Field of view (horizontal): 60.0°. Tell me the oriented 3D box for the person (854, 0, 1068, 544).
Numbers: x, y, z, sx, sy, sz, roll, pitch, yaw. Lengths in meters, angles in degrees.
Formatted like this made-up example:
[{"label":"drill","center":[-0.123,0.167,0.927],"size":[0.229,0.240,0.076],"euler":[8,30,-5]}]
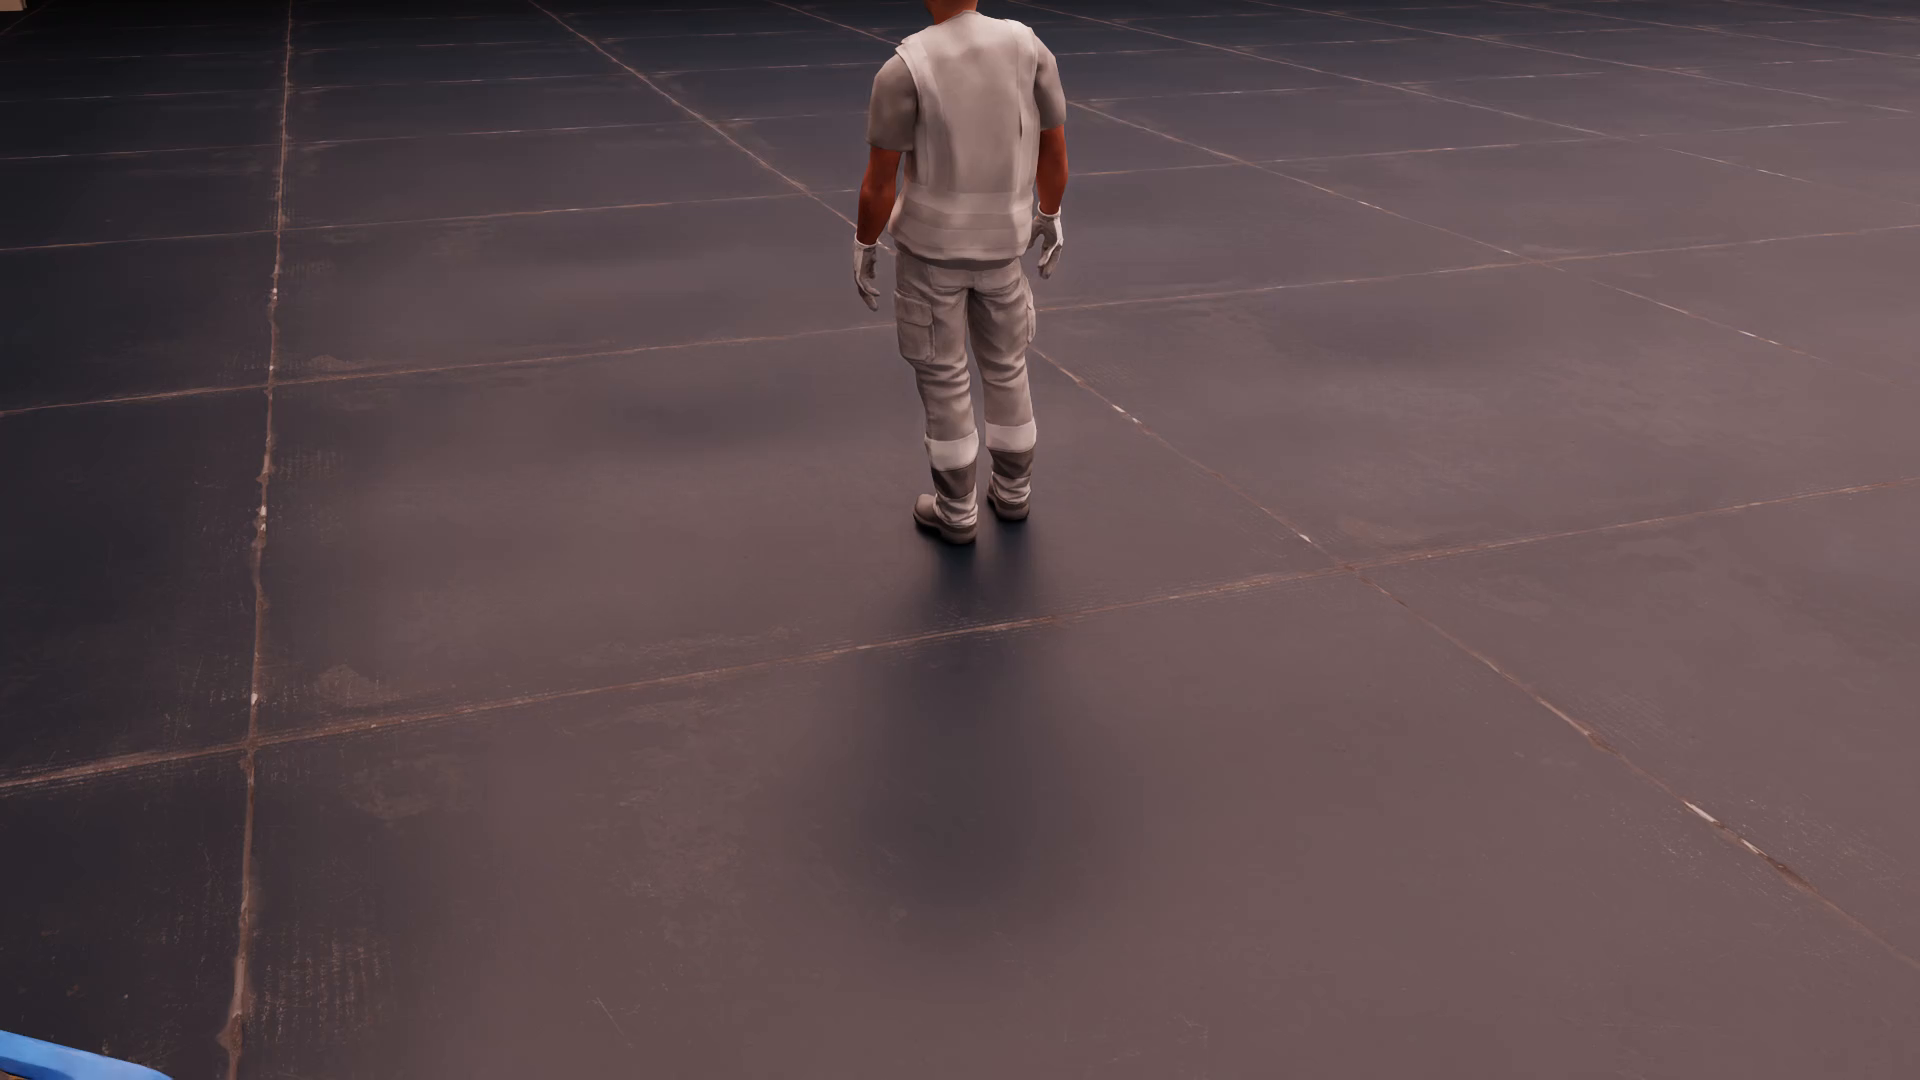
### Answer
[{"label":"person","center":[-0.016,-0.862,4.803],"size":[0.637,1.787,0.564],"euler":[-8,24,-18]}]
